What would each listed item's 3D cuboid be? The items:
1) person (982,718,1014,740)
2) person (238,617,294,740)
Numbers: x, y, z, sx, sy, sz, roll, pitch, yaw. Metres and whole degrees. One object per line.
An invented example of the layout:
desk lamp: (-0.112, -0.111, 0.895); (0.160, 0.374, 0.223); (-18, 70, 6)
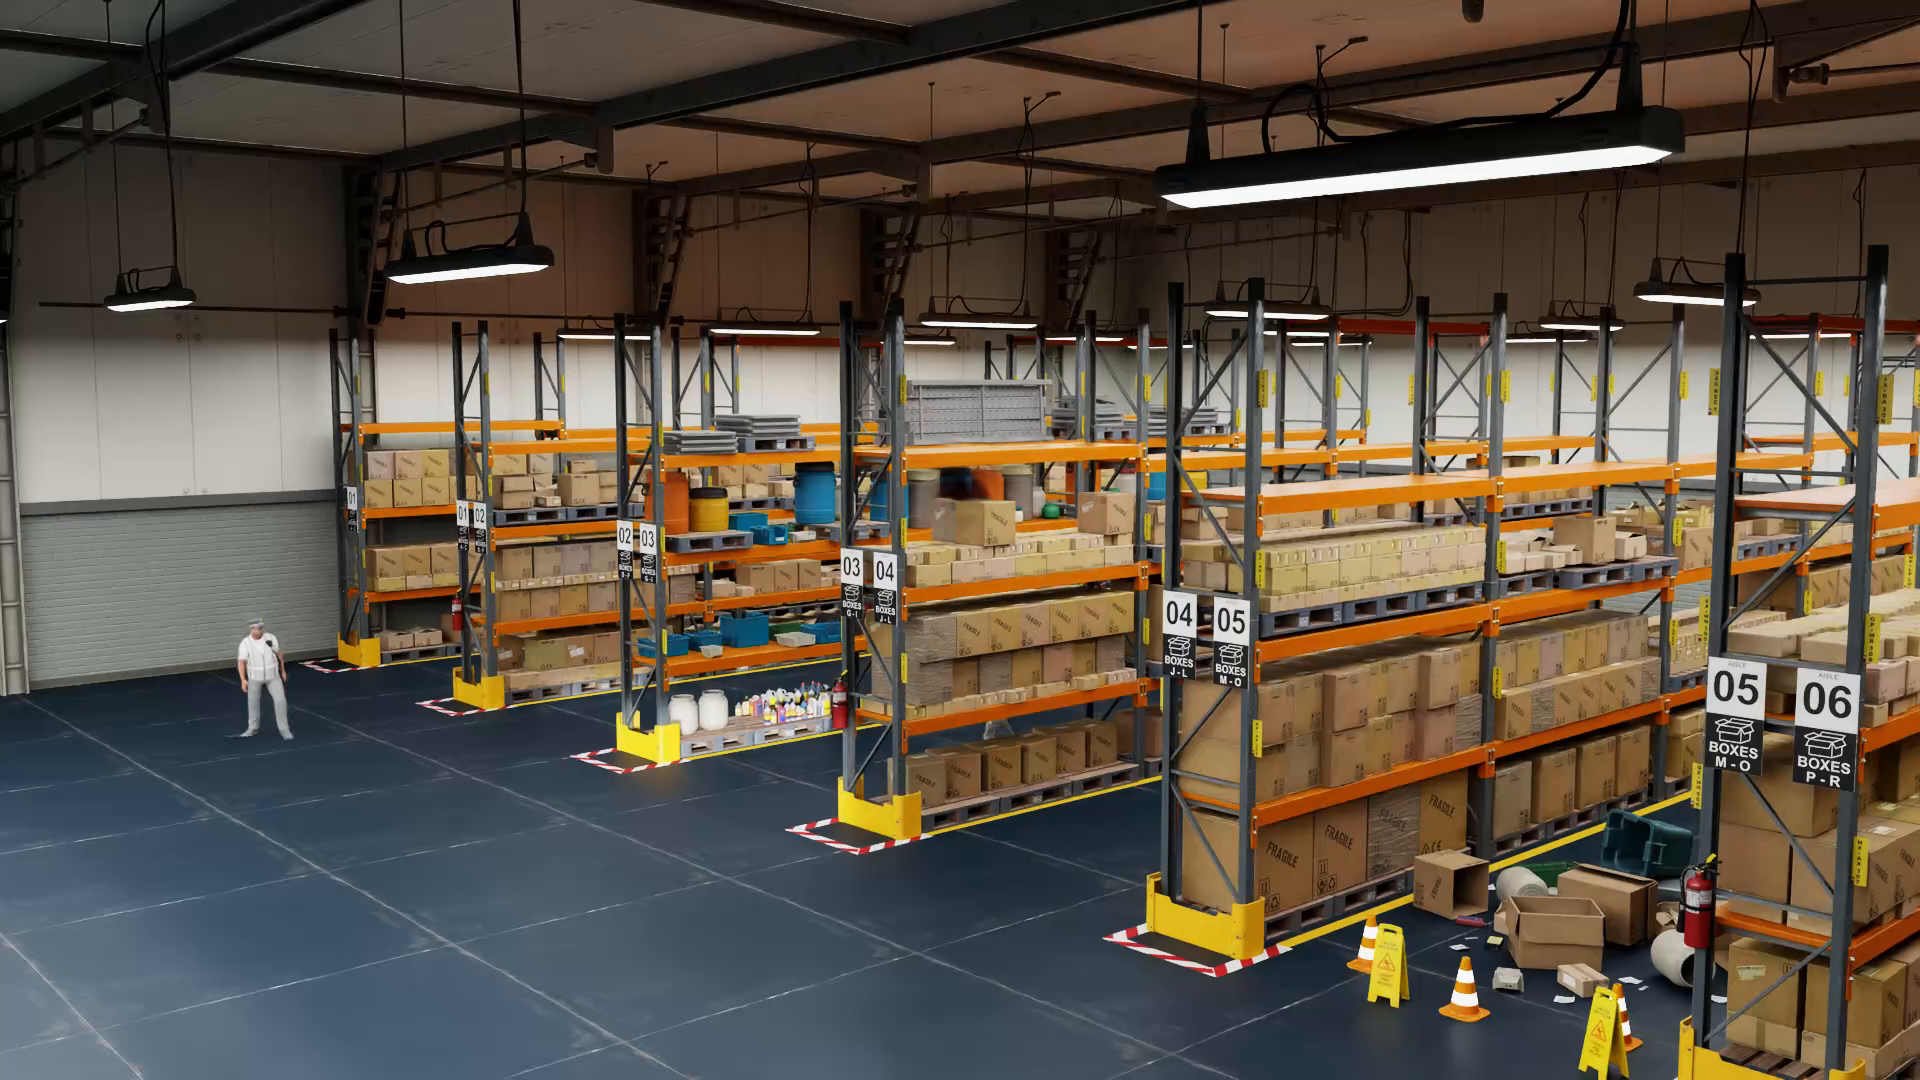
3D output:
person: (0.416, 2.093, 22.218); (1.043, 1.701, 0.583); (-5, 7, -38)
person: (-9.923, 1.970, 23.738); (0.698, 1.774, 0.634); (-3, 6, -25)
